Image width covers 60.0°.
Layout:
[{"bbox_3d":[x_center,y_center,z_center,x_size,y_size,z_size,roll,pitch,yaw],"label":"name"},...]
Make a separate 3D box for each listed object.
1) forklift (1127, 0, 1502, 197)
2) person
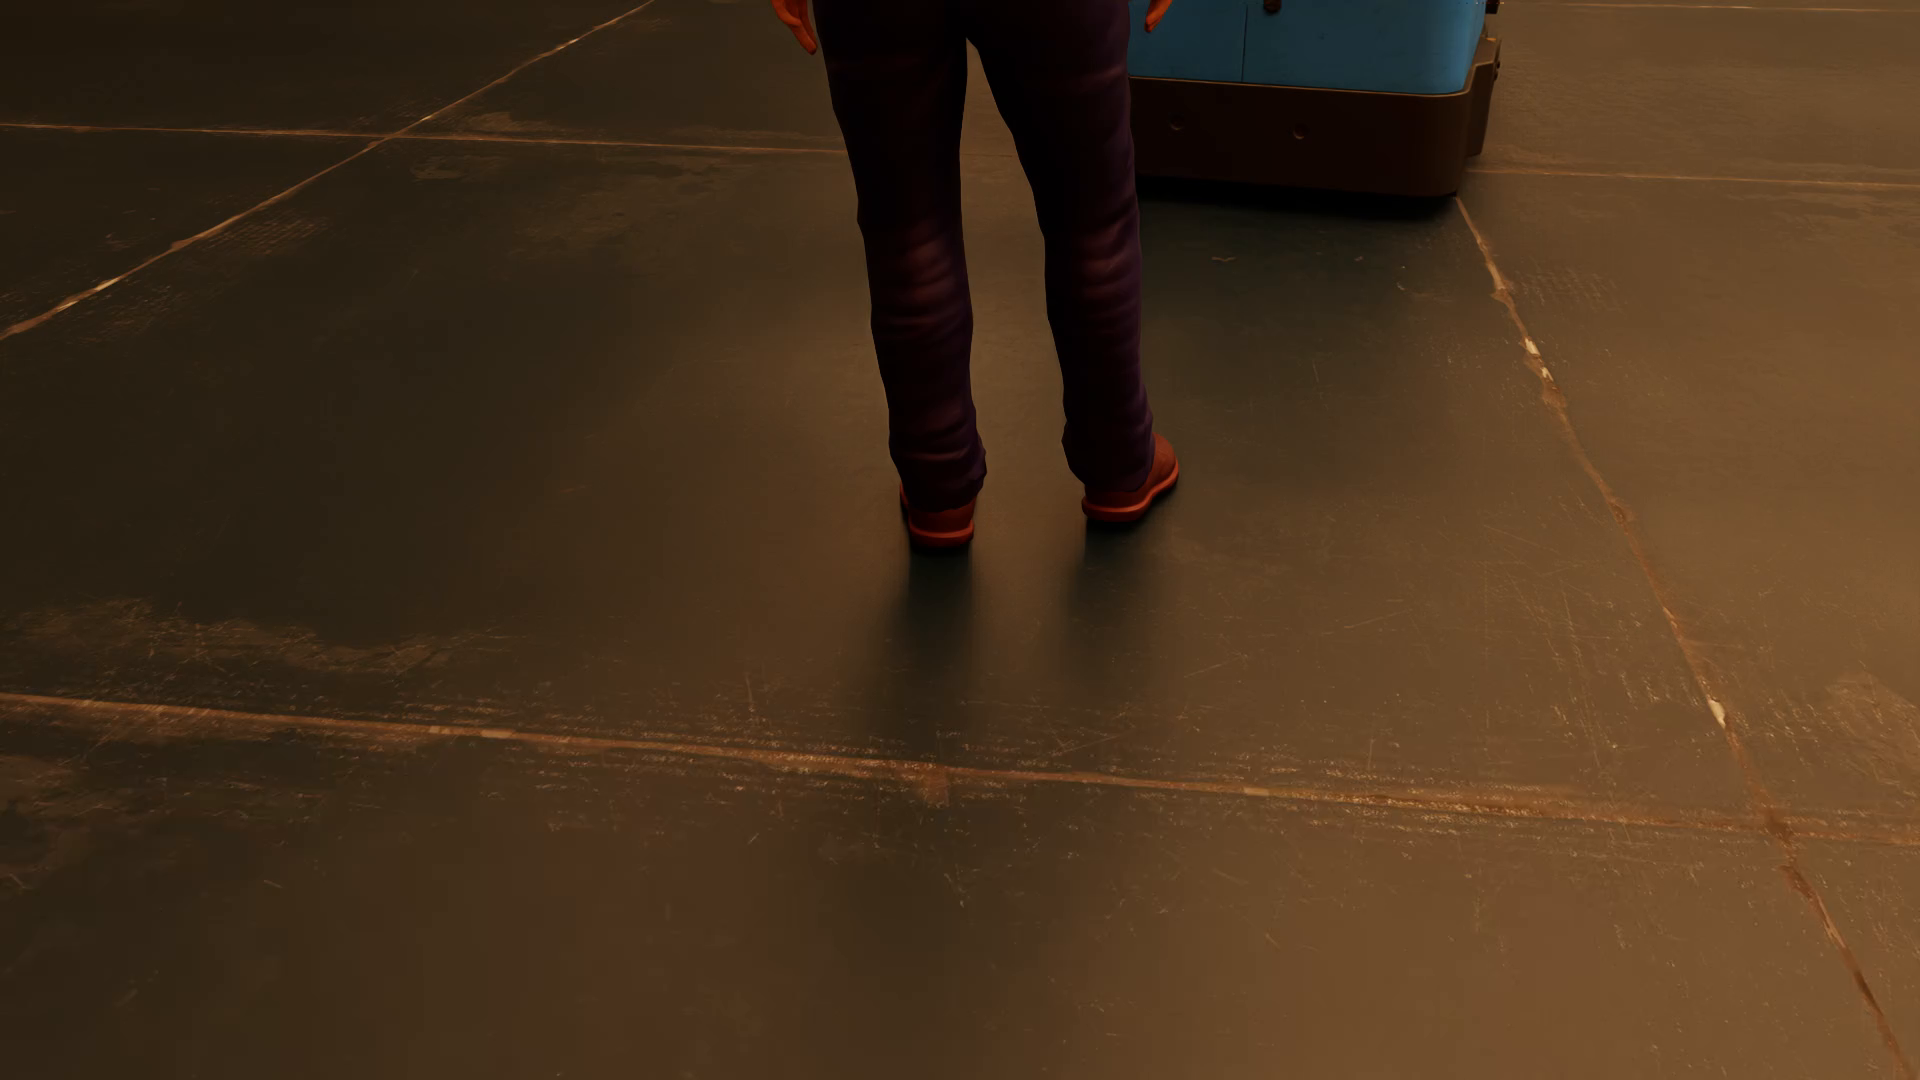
[{"bbox_3d":[1.156,-2.771,4.771,1.130,2.935,3.031,8,28,16],"label":"forklift"},{"bbox_3d":[0.034,-0.778,2.209,0.599,1.640,0.501,3,27,7],"label":"person"}]
